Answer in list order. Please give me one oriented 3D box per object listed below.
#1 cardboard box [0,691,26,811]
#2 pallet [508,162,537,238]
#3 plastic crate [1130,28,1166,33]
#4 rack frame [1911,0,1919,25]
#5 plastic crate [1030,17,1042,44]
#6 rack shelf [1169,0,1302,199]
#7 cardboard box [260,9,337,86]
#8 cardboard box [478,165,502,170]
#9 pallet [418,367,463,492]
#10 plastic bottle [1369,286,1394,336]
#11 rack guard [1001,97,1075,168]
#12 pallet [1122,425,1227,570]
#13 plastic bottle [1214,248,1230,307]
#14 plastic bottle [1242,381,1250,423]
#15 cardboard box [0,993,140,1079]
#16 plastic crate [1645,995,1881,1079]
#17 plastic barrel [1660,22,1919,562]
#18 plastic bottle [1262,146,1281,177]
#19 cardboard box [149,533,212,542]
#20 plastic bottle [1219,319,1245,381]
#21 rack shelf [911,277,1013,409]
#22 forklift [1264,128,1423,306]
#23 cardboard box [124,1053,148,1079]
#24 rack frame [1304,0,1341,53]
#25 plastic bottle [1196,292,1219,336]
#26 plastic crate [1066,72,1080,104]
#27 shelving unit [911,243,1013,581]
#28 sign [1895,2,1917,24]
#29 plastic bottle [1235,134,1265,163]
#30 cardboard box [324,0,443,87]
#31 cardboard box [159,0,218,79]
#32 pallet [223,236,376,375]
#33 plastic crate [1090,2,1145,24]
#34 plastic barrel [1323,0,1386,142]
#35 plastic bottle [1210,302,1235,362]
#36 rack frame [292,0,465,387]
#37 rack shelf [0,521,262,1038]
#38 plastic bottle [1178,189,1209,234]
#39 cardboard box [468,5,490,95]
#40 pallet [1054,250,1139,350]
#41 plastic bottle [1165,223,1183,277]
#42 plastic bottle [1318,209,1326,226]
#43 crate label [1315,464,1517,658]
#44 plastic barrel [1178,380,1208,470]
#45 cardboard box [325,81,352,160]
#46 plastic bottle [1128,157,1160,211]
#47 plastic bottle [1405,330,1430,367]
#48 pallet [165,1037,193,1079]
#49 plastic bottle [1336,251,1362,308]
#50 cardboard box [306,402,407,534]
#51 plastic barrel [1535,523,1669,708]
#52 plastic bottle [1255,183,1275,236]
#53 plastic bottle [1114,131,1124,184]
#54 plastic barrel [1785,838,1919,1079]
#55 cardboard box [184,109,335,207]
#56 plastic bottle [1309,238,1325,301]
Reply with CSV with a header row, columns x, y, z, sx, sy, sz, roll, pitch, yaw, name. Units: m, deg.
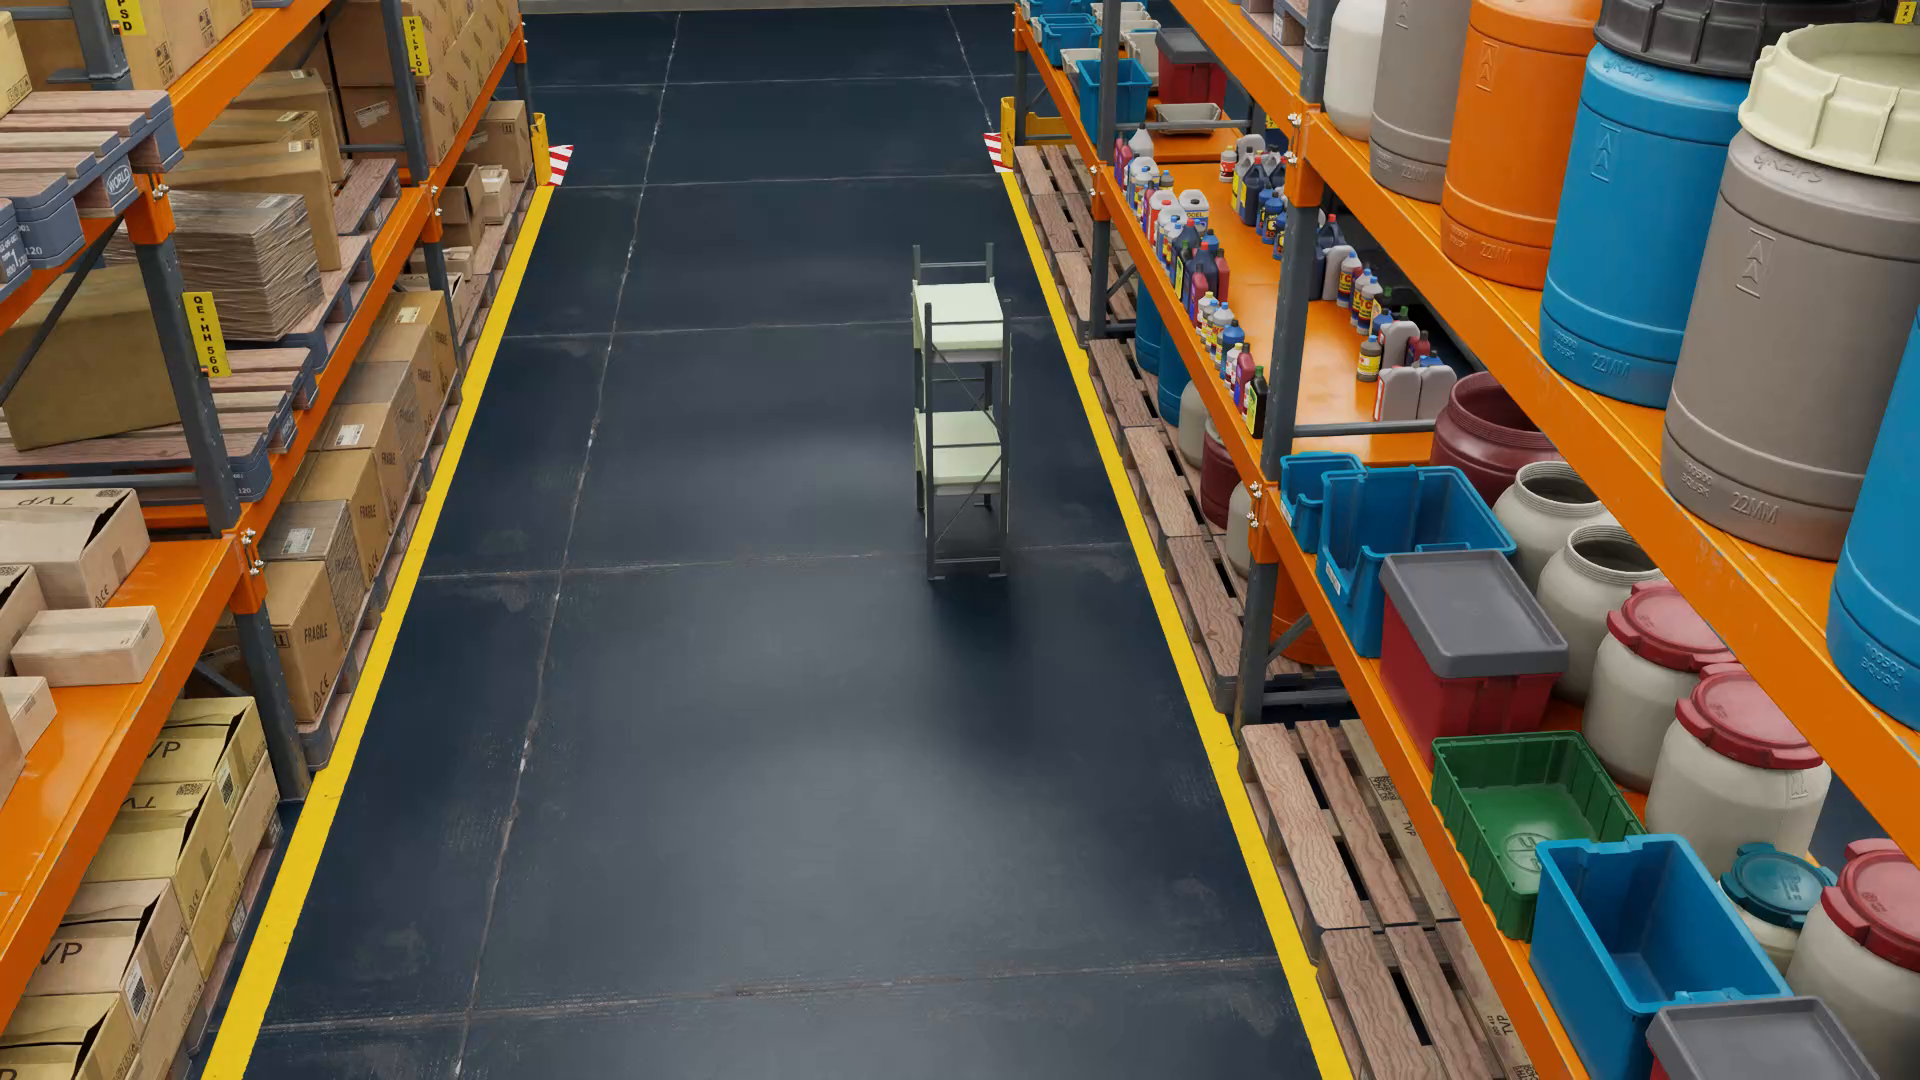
x,y,z,sx,sy,sz,roll,pitch,yaw,name
-3.056,0.611,4.705,0.500,0.500,0.500,-4,31,-7,cardboard box
-3.894,-2.644,12.971,1.003,0.211,1.213,-3,31,-5,pallet
1.402,-3.440,11.689,0.416,0.233,0.300,-3,31,-5,plastic crate
6.260,-2.717,10.374,1.000,3.000,0.127,-3,31,-5,rack frame
0.661,-3.779,12.350,0.250,0.136,0.298,-3,31,-5,plastic crate
1.516,-2.438,7.683,1.077,0.370,4.000,-3,31,-5,rack shelf
-3.908,-2.963,9.712,0.500,0.500,0.500,-3,31,-4,cardboard box
-3.733,-2.782,12.817,0.380,0.166,0.250,-3,31,-5,cardboard box
-3.490,-0.634,9.606,1.003,0.211,1.213,-3,31,-5,pallet
1.952,-1.049,7.694,0.061,0.283,0.133,-3,31,-5,plastic bottle
0.940,-3.461,14.056,1.175,0.500,0.348,-3,31,-5,rack guard
1.477,-0.263,8.984,1.003,0.211,1.213,-3,31,-5,pallet
1.259,-1.259,8.046,0.061,0.283,0.133,-3,31,-5,plastic bottle
1.247,-0.598,7.020,0.097,0.201,0.097,0,31,0,plastic bottle
-2.791,1.591,4.885,0.500,0.311,0.500,-2,31,-3,cardboard box
1.726,1.344,3.512,0.402,0.464,0.583,-3,31,-5,plastic crate
1.752,-0.482,3.217,0.600,0.901,0.600,0,31,0,plastic barrel
1.740,-2.005,9.230,0.144,0.351,0.185,-3,31,-5,plastic bottle
-3.560,-0.135,7.328,0.500,0.250,0.500,-2,31,-3,cardboard box
1.208,-0.846,7.366,0.097,0.271,0.097,0,31,0,plastic bottle
0.001,-0.976,8.160,0.431,0.370,0.720,-3,31,-5,rack shelf
2.852,-2.836,10.640,1.130,2.935,3.031,-4,31,-6,forklift
-2.791,1.837,5.021,0.500,0.250,0.500,-2,31,-4,cardboard box
1.703,-3.013,5.019,1.000,3.000,0.127,-3,31,-5,rack frame
1.162,-1.064,7.800,0.097,0.201,0.097,0,31,0,plastic bottle
0.957,-2.946,10.967,0.437,0.125,0.590,-3,31,-5,plastic crate
0.001,-0.640,8.360,0.431,1.500,0.755,-3,31,-5,shelving unit
5.708,-3.096,10.086,0.100,0.325,0.005,-3,31,-5,sign
1.687,-2.241,9.698,0.152,0.276,0.135,-3,31,-5,plastic bottle
-3.367,-2.971,9.726,0.500,0.500,0.500,-2,31,-3,cardboard box
-3.351,-2.015,6.175,0.910,0.500,0.500,-3,31,-5,cardboard box
-3.416,-1.113,7.875,1.003,0.211,1.213,-3,31,-5,pallet
1.212,-4.027,12.766,0.396,0.136,0.243,-3,31,-5,plastic crate
1.426,-1.600,5.470,0.421,0.512,0.421,0,31,0,plastic barrel
1.189,-0.945,7.533,0.097,0.271,0.097,0,31,0,plastic bottle
-3.603,-2.245,9.583,1.000,3.000,0.127,-3,31,-5,rack frame
-3.043,1.128,4.639,1.077,0.370,4.000,-3,31,-5,rack shelf
1.231,-1.707,8.803,0.152,0.276,0.135,-3,31,-5,plastic bottle
-3.524,-3.337,11.314,0.500,0.500,0.500,-3,31,-5,cardboard box
1.221,-1.656,11.317,1.003,0.211,1.213,-3,31,-5,pallet
1.094,-1.469,8.409,0.097,0.271,0.097,0,31,0,plastic bottle
1.803,-1.610,8.641,0.152,0.276,0.135,-3,31,-5,plastic bottle
1.526,0.067,5.678,0.502,0.435,0.616,-3,31,-5,crate label
1.393,-0.660,8.946,0.421,0.512,0.421,0,31,0,plastic barrel
-3.905,-2.530,9.964,0.500,0.500,0.500,-2,31,-4,cardboard box
1.027,-1.985,9.270,0.152,0.276,0.135,-3,31,-5,plastic bottle
1.999,-0.794,7.268,0.061,0.283,0.133,-3,31,-5,plastic bottle
-3.081,2.038,5.132,1.003,0.211,1.213,-3,31,-5,pallet
1.892,-1.269,8.075,0.097,0.271,0.097,0,31,0,plastic bottle
-3.138,-0.354,8.426,0.500,0.500,0.500,-4,31,-6,cardboard box
2.051,0.244,5.307,0.421,0.512,0.421,0,31,0,plastic barrel
1.646,-1.780,8.930,0.097,0.271,0.097,0,31,0,plastic bottle
0.938,-2.222,9.659,0.061,0.283,0.133,-3,31,-5,plastic bottle
2.205,1.047,3.939,0.433,0.535,0.433,0,31,0,plastic barrel
-3.654,-1.867,8.444,0.700,0.500,0.500,2,31,3,cardboard box
1.705,-1.367,8.161,0.144,0.351,0.185,-3,31,-5,plastic bottle
